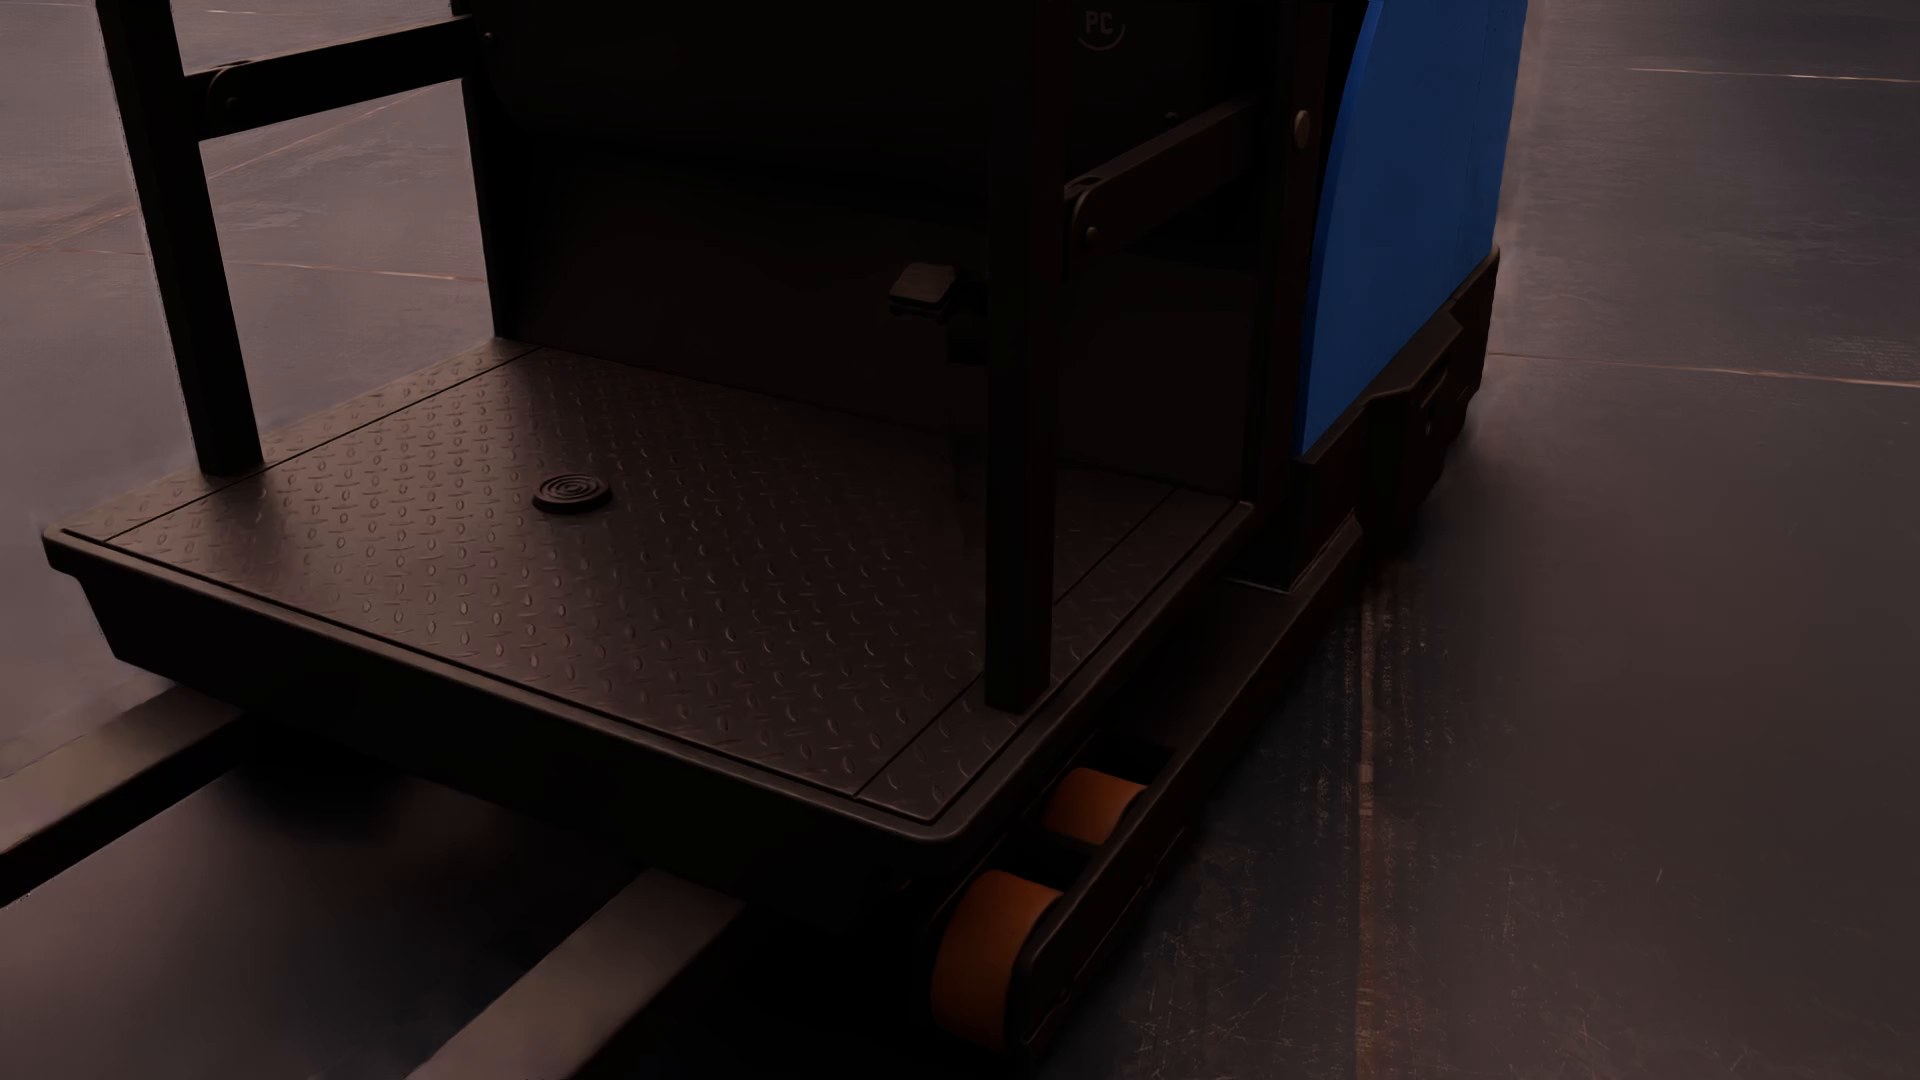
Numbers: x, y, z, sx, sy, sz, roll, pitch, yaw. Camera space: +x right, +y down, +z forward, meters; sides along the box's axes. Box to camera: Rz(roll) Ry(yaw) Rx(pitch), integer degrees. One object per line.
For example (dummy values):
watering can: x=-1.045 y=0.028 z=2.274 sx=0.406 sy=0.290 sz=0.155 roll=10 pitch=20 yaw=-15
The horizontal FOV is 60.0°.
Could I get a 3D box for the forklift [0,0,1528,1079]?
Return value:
forklift: x=-0.255 y=-1.064 z=1.356 sx=1.130 sy=2.935 sz=3.031 roll=14 pitch=30 yaw=26
